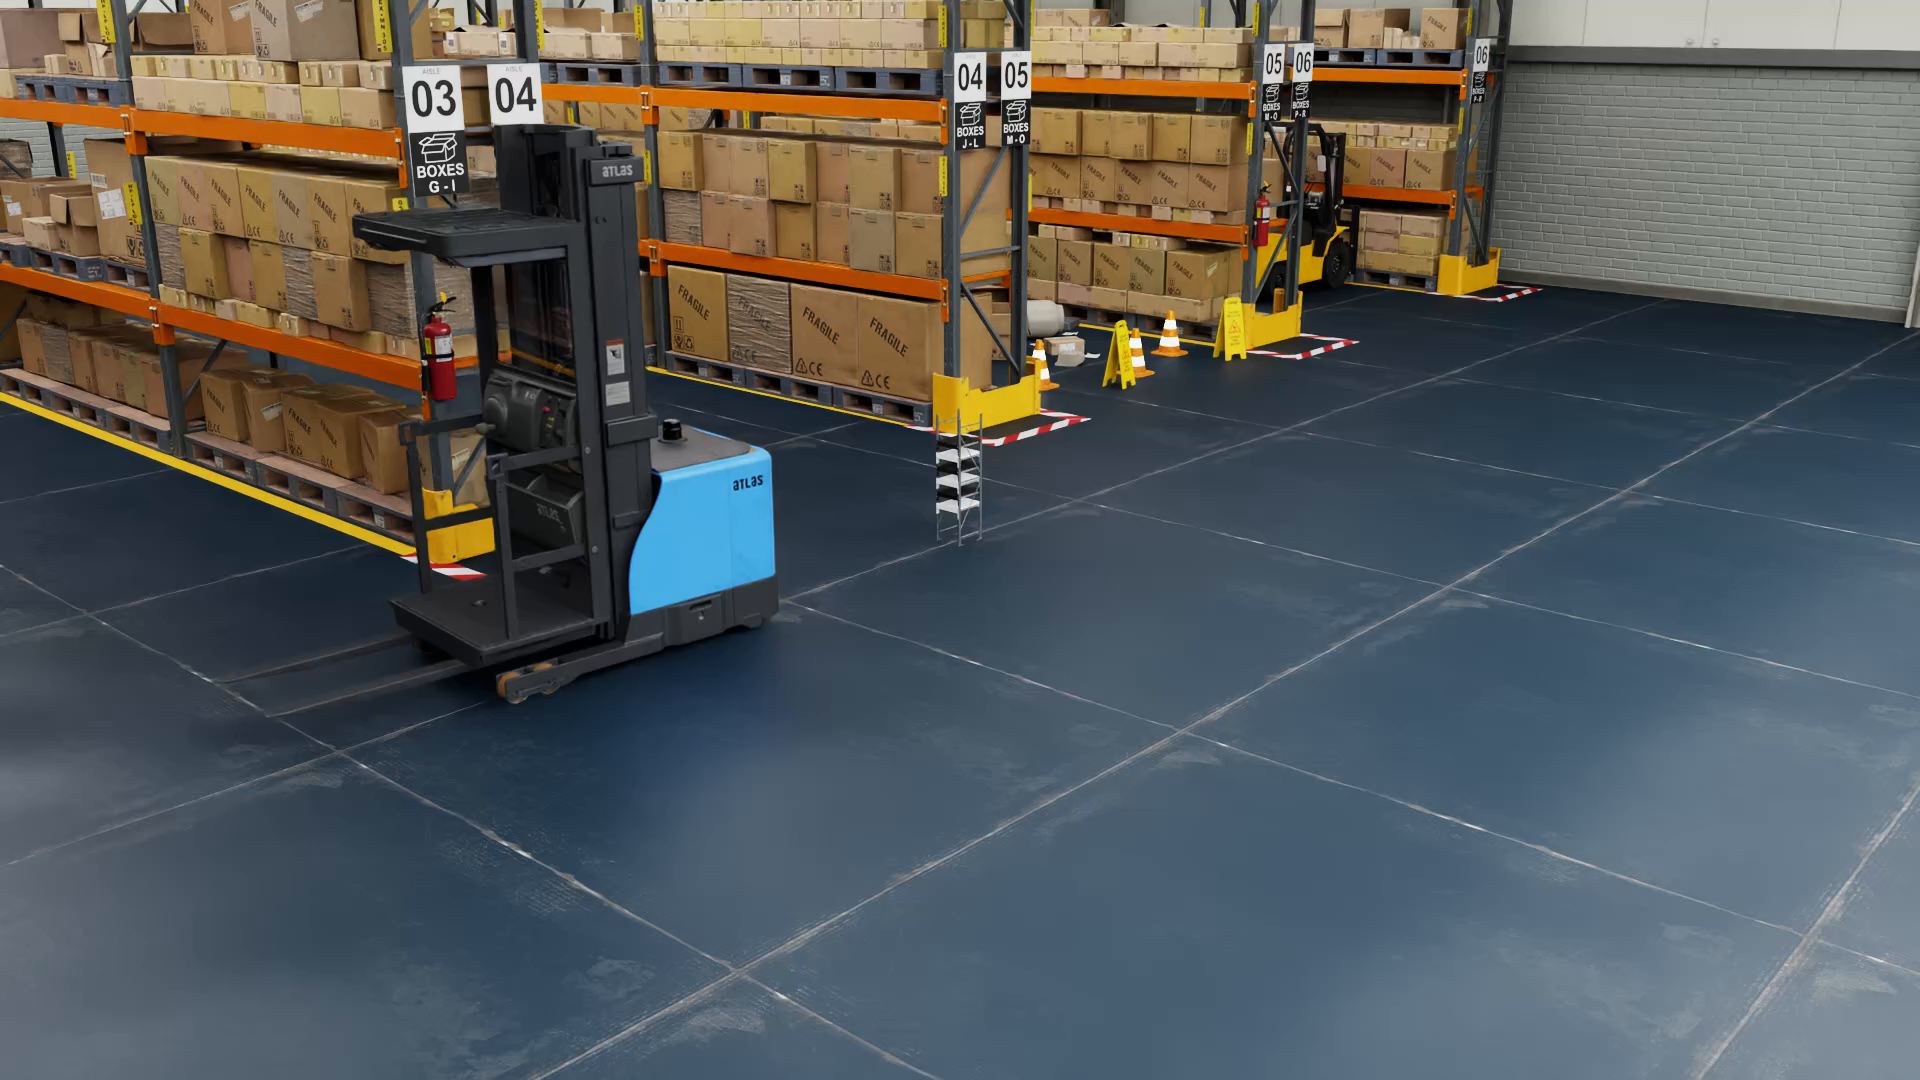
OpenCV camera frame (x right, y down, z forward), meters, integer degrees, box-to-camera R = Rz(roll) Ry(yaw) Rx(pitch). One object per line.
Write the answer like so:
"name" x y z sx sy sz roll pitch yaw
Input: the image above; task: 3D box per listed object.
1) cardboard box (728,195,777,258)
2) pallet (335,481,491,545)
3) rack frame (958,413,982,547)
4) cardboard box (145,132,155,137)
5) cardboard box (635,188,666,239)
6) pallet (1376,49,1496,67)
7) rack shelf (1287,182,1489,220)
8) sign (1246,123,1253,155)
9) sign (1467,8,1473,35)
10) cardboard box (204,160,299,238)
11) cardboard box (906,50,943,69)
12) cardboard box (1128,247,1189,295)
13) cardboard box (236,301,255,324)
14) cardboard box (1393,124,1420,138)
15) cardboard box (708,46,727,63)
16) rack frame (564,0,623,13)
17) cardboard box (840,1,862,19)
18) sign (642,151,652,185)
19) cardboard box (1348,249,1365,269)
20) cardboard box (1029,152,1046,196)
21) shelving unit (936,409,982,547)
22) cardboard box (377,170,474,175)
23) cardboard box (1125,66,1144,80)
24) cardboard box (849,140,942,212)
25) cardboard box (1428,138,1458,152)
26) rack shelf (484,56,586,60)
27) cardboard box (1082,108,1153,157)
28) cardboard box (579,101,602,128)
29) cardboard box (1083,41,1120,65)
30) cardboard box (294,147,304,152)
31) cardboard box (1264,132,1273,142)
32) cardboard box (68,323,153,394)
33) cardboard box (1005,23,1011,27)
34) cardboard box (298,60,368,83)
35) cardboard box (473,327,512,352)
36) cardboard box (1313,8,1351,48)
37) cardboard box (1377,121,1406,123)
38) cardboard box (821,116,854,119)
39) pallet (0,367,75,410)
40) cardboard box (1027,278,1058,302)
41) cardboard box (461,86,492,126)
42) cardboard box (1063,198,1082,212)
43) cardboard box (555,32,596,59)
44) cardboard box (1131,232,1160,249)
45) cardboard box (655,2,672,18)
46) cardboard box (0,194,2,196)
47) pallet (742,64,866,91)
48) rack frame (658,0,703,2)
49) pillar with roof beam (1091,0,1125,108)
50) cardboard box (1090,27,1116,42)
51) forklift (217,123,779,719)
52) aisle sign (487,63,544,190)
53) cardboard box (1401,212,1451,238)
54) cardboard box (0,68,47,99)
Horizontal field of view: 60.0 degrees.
"cardboard box" -1.723 -3.076 16.096 0.550 0.550 0.875 15 23 39
"pallet" -3.776 -0.268 12.107 1.213 0.211 1.003 15 23 39
"rack frame" 0.070 -0.410 11.416 0.006 0.900 0.240 15 23 39
"cardboard box" -11.582 -5.762 24.152 0.500 0.500 0.500 16 24 42
"cardboard box" -3.327 -3.408 17.225 0.500 0.500 0.500 15 23 39
"pallet" 6.223 -6.312 21.729 1.213 0.211 1.003 15 23 39
"rack shelf" 5.239 -4.835 23.078 4.000 0.370 1.077 15 23 39
"sign" 3.059 -4.234 17.557 0.005 0.325 0.100 15 23 39
"sign" 6.364 -6.471 20.750 0.005 0.325 0.100 15 23 39
"cardboard box" -5.211 -2.531 12.319 0.500 0.500 0.500 15 23 39
"cardboard box" -0.241 -4.061 14.044 0.250 0.149 0.380 15 23 39
"cardboard box" 2.278 -3.106 19.051 0.500 0.500 0.500 16 24 41
"cardboard box" -5.215 -1.737 12.543 0.250 0.149 0.380 15 23 39
"cardboard box" 5.908 -5.388 21.902 0.250 0.149 0.380 16 23 40
"cardboard box" -2.145 -4.571 15.654 0.250 0.149 0.380 15 23 38
"rack frame" -5.533 -8.922 24.847 0.127 3.000 1.000 15 23 39
"cardboard box" -0.817 -4.595 14.410 0.250 0.149 0.380 16 23 40
"sign" -3.112 -3.705 16.545 0.005 0.325 0.100 15 23 39
"cardboard box" 5.439 -3.894 22.773 0.500 0.250 0.500 15 23 40
"cardboard box" 0.986 -4.398 19.855 0.500 0.500 0.500 15 23 39
"shelving unit" -0.006 -0.431 11.481 0.210 0.900 0.258 15 23 39
"cardboard box" -3.735 -2.351 11.750 0.500 0.500 0.500 15 23 39
"cardboard box" 2.051 -5.235 18.604 0.250 0.149 0.380 14 22 38
"cardboard box" -0.492 -3.272 14.929 0.550 0.550 0.875 15 23 39
"cardboard box" 6.289 -5.140 21.610 0.250 0.149 0.380 15 23 40
"rack shelf" -7.029 -7.551 26.675 4.000 0.370 1.077 15 23 39
"cardboard box" 1.811 -4.686 19.109 0.500 0.500 0.700 15 23 39
"cardboard box" -5.395 -6.433 25.105 0.500 0.500 0.500 15 23 40
"cardboard box" 1.735 -5.500 18.780 0.500 0.250 0.500 15 23 40
"cardboard box" -8.166 -4.946 20.974 0.250 0.149 0.380 15 23 39
"cardboard box" 4.350 -5.649 23.215 0.250 0.149 0.380 16 23 40
"cardboard box" -7.753 -1.685 15.366 0.700 0.500 0.500 -16 24 -41
"cardboard box" 0.659 -8.209 26.659 0.250 0.149 0.380 14 22 37
"cardboard box" -4.250 -3.176 11.290 0.250 0.149 0.380 15 23 40
"cardboard box" -3.190 -1.402 11.486 0.250 0.149 0.380 15 23 39
"cardboard box" 5.130 -6.892 22.379 0.637 0.503 0.797 16 24 41
"cardboard box" 5.856 -5.601 22.573 0.250 0.149 0.380 16 24 41
"cardboard box" -1.623 -5.519 22.692 0.500 0.500 0.500 15 23 38
"pallet" -8.535 -1.531 16.086 1.213 0.211 1.003 15 23 39
"cardboard box" 1.120 -3.061 20.151 0.500 0.250 0.500 17 24 42
"cardboard box" -3.324 -2.924 11.156 0.500 0.250 0.500 16 24 41
"cardboard box" 1.424 -3.941 19.488 0.250 0.149 0.380 15 23 40
"cardboard box" -3.829 -5.120 17.215 0.500 0.250 0.500 15 23 39
"cardboard box" 2.165 -3.421 18.970 0.250 0.149 0.380 16 23 40
"cardboard box" -2.713 -5.104 16.013 0.250 0.149 0.380 15 23 40
"cardboard box" -9.302 -3.224 16.646 0.500 0.500 0.500 16 24 41
"pallet" -1.246 -4.292 15.363 1.213 0.211 1.003 15 23 39
"rack frame" -5.233 -10.849 30.919 0.127 3.000 1.000 15 23 39
"pillar with roof beam" -0.533 -8.211 22.606 0.400 9.000 9.100 15 23 39
"cardboard box" 1.687 -5.716 18.801 0.250 0.149 0.380 16 23 40
"forklift" -2.511 -0.701 8.976 3.031 2.935 1.130 -16 23 -41
"aisle sign" -2.890 -2.705 10.880 0.004 0.787 0.394 15 23 39
"cardboard box" 6.183 -4.165 21.974 0.500 0.250 0.500 16 24 41
"cardboard box" -8.162 -4.019 14.606 0.500 0.250 0.500 16 23 40
